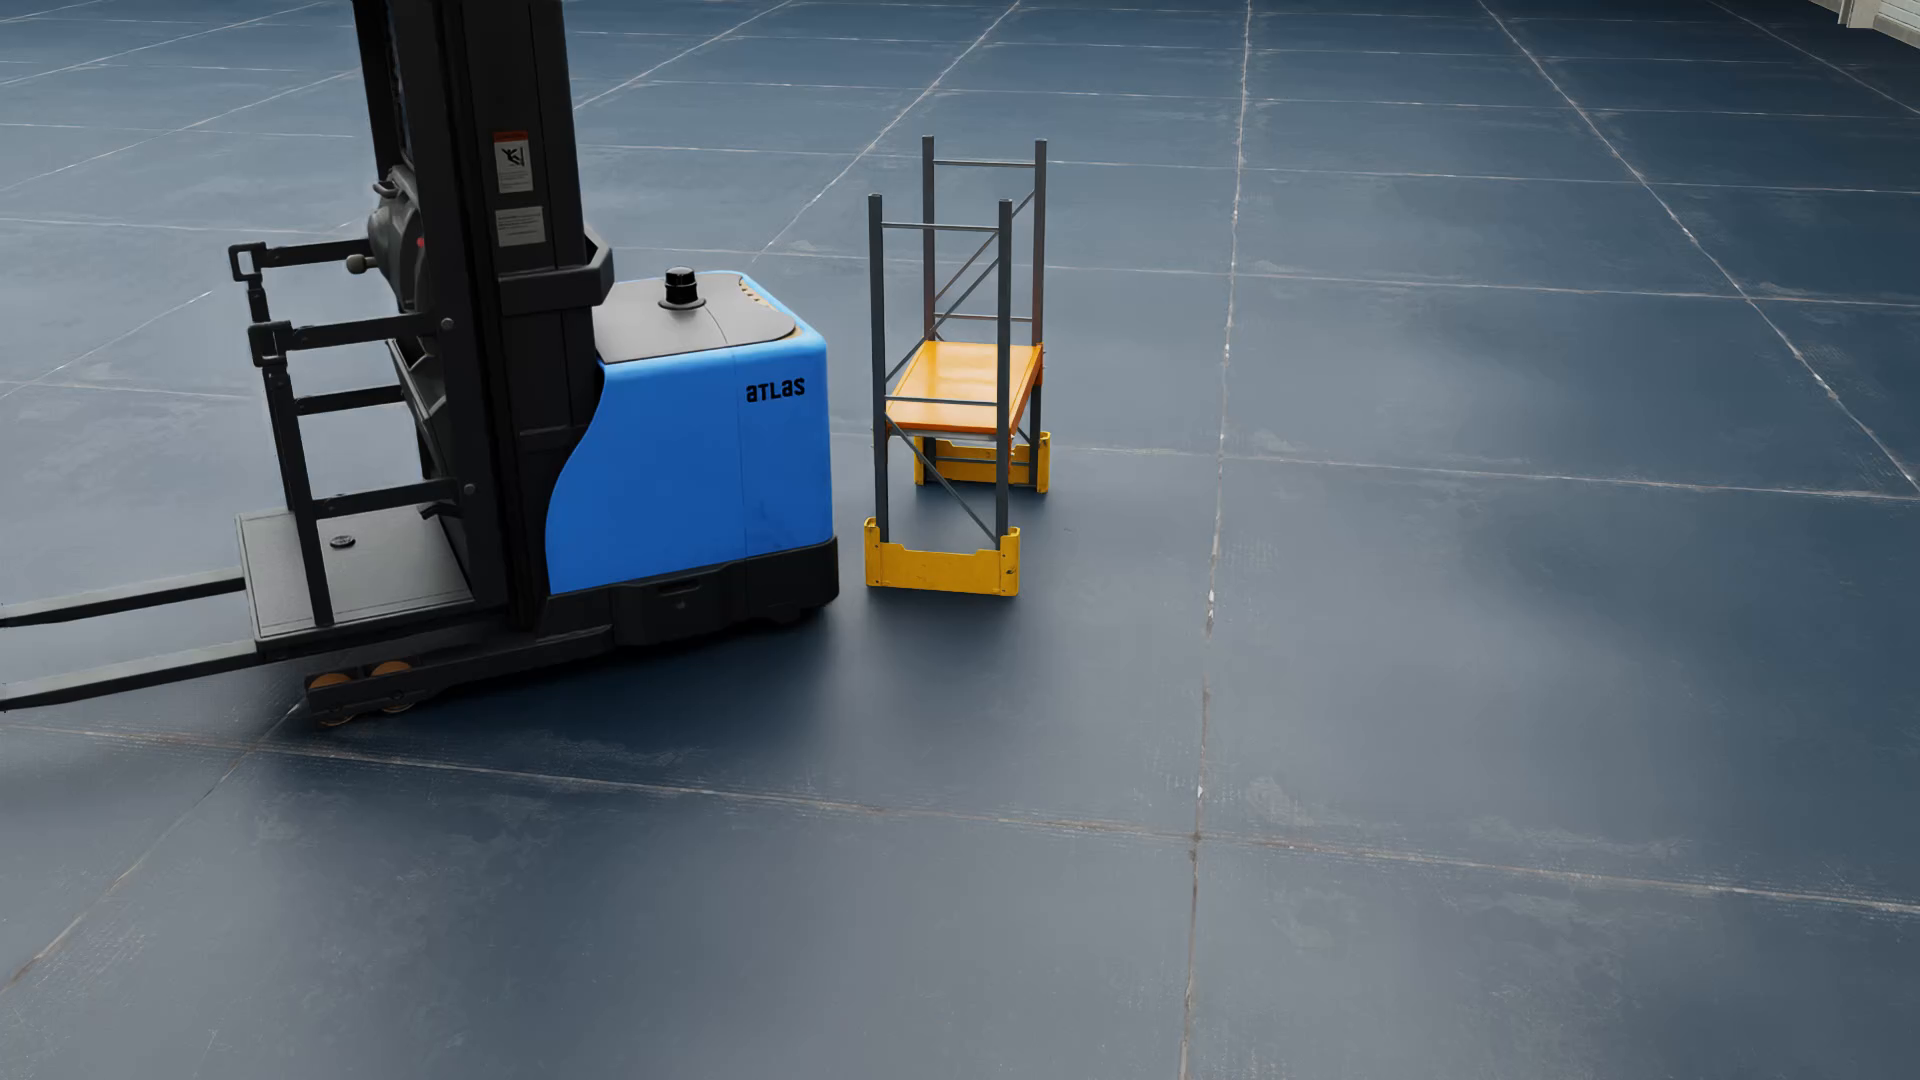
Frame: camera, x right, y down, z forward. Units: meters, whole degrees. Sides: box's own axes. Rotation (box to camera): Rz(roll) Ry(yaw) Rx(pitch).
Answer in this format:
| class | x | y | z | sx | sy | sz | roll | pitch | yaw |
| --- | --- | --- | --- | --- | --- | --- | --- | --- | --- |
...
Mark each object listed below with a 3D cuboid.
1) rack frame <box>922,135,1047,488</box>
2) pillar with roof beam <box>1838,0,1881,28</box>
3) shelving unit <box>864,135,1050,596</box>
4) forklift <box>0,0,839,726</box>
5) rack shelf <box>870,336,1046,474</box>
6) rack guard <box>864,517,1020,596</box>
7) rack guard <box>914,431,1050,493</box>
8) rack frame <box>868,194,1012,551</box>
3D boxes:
| class | x | y | z | sx | sy | sz | roll | pitch | yaw |
| --- | --- | --- | --- | --- | --- | --- | --- | --- | --- |
| rack frame | 0.097 | -0.928 | 6.962 | 0.500 | 1.500 | 0.032 | 4 | 25 | 9 |
| pillar with roof beam | 6.478 | -10.528 | 18.628 | 9.100 | 9.000 | 0.400 | 4 | 25 | 9 |
| shelving unit | 0.012 | -0.711 | 6.500 | 0.587 | 1.500 | 1.083 | 4 | 25 | 9 |
| forklift | -2.007 | -0.975 | 5.376 | 3.031 | 2.935 | 1.130 | -11 | 27 | -22 |
| rack shelf | 0.014 | -0.552 | 6.585 | 0.538 | 0.185 | 1.000 | 4 | 25 | 9 |
| rack guard | -0.069 | 0.063 | 6.320 | 0.587 | 0.250 | 0.087 | 4 | 25 | 9 |
| rack guard | 0.094 | -0.353 | 7.210 | 0.587 | 0.250 | 0.087 | 4 | 25 | 9 |
| rack frame | -0.069 | -0.502 | 6.054 | 0.500 | 1.500 | 0.032 | 4 | 25 | 9 |
